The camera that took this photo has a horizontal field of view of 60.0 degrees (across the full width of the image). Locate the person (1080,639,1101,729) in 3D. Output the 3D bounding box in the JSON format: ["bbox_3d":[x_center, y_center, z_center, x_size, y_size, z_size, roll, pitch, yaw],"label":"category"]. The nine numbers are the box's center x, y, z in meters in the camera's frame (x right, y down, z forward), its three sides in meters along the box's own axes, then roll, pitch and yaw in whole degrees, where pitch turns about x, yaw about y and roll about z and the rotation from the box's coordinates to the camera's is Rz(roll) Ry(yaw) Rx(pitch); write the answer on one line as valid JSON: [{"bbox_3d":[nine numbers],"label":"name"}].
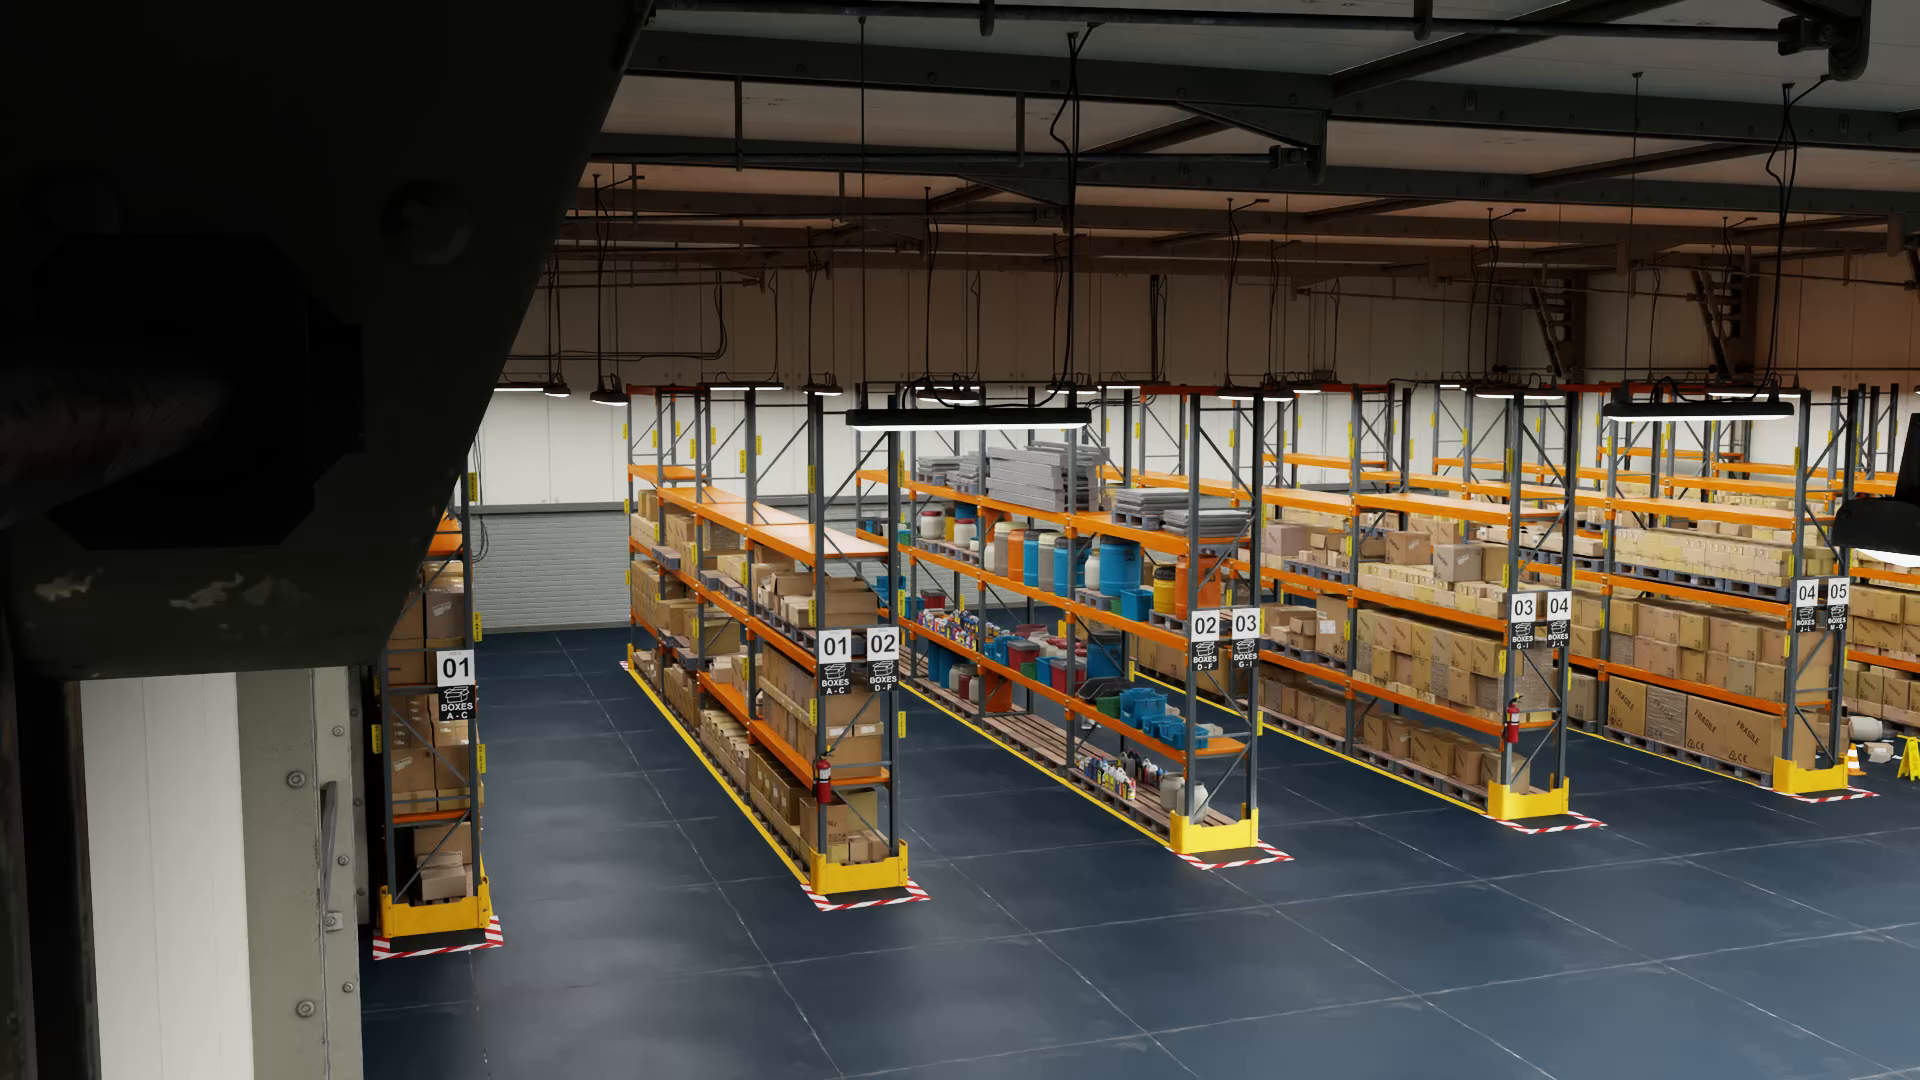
[{"bbox_3d":[2.245,2.528,29.237,0.442,1.598,0.438,4,7,33],"label":"person"}]
